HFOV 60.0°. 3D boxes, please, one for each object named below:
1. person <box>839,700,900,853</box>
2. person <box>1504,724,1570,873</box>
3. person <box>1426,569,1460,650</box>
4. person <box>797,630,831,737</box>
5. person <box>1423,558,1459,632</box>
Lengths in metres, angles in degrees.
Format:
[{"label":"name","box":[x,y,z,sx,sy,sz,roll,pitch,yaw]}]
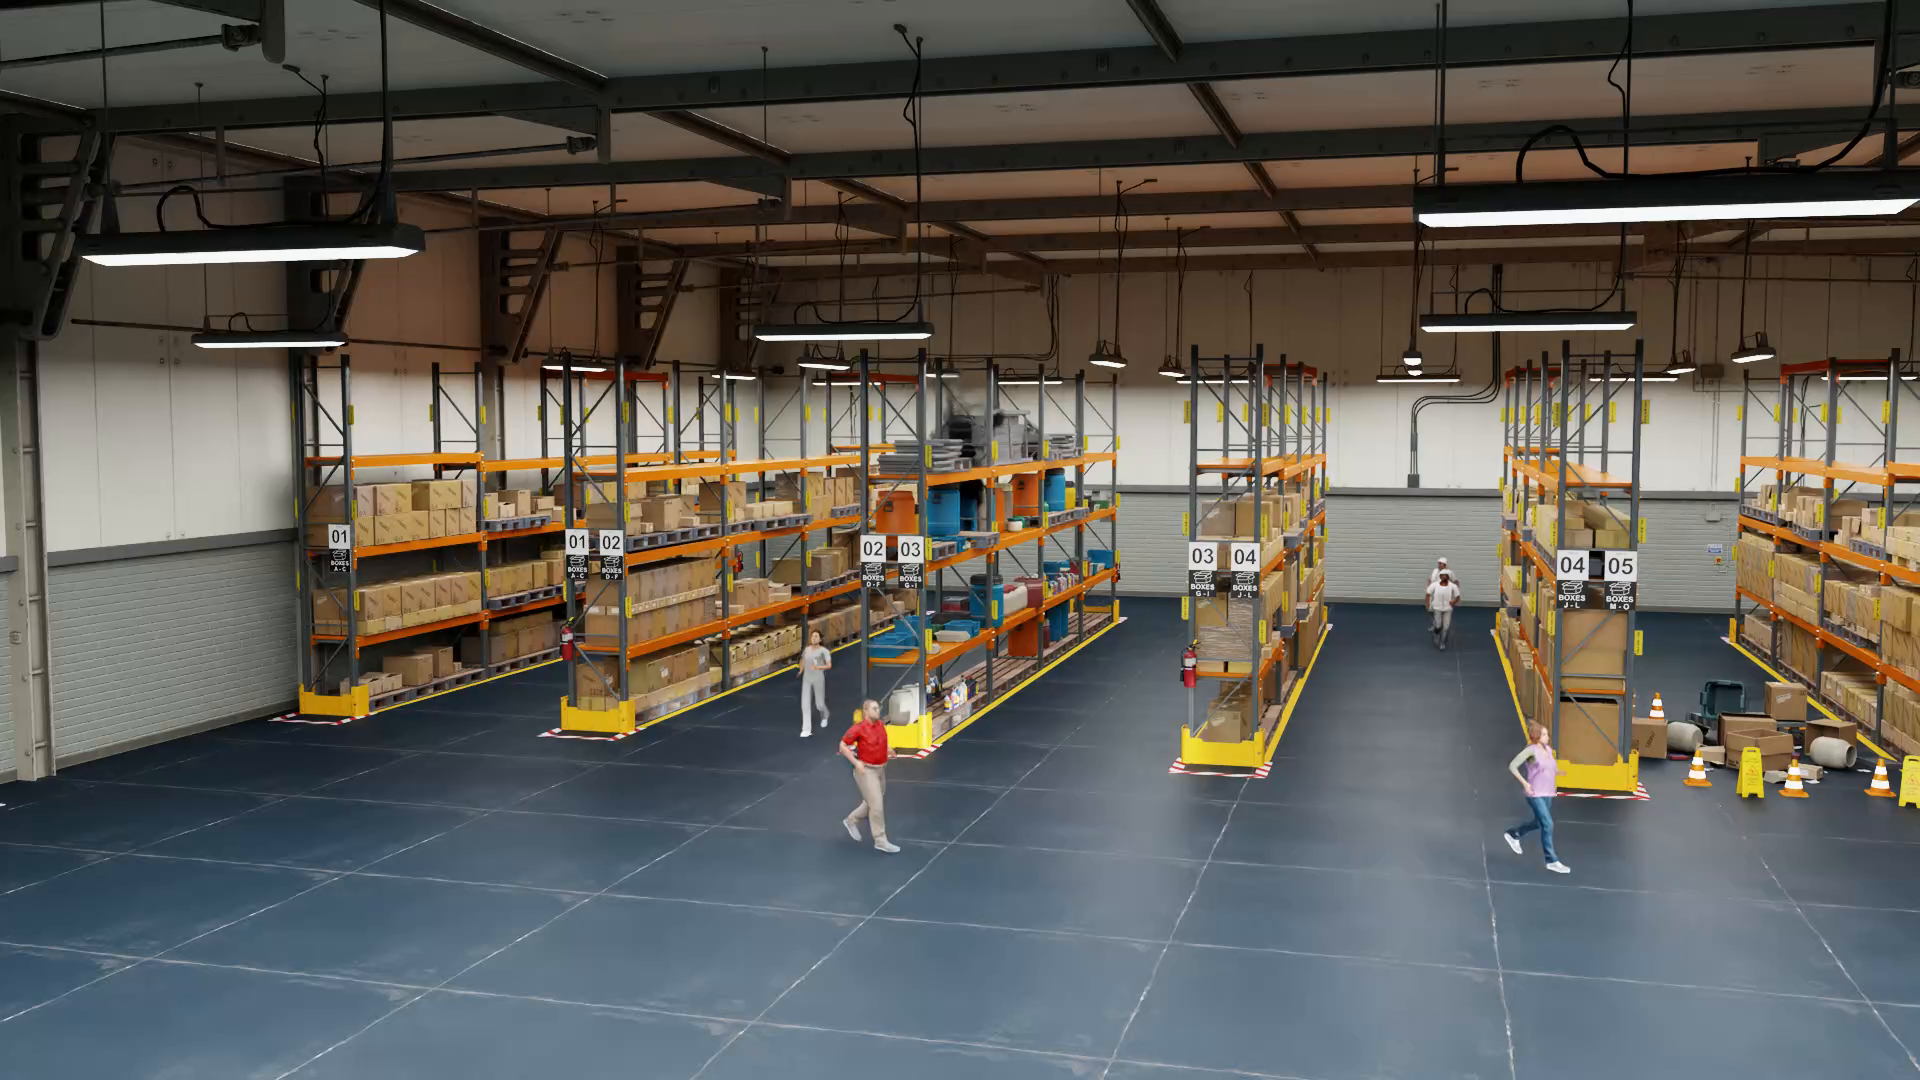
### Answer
[{"label":"person","box":[-1.031,2.692,19.184,0.869,1.716,0.678,3,5,32]},{"label":"person","box":[6.376,2.813,18.367,0.542,1.576,0.889,-3,5,-37]},{"label":"person","box":[10.291,1.483,35.444,0.707,1.718,0.580,1,4,15]},{"label":"person","box":[-2.304,2.231,26.055,0.596,1.644,0.862,1,4,17]},{"label":"person","box":[11.014,1.263,38.267,0.596,1.726,0.745,-3,5,-30]}]
